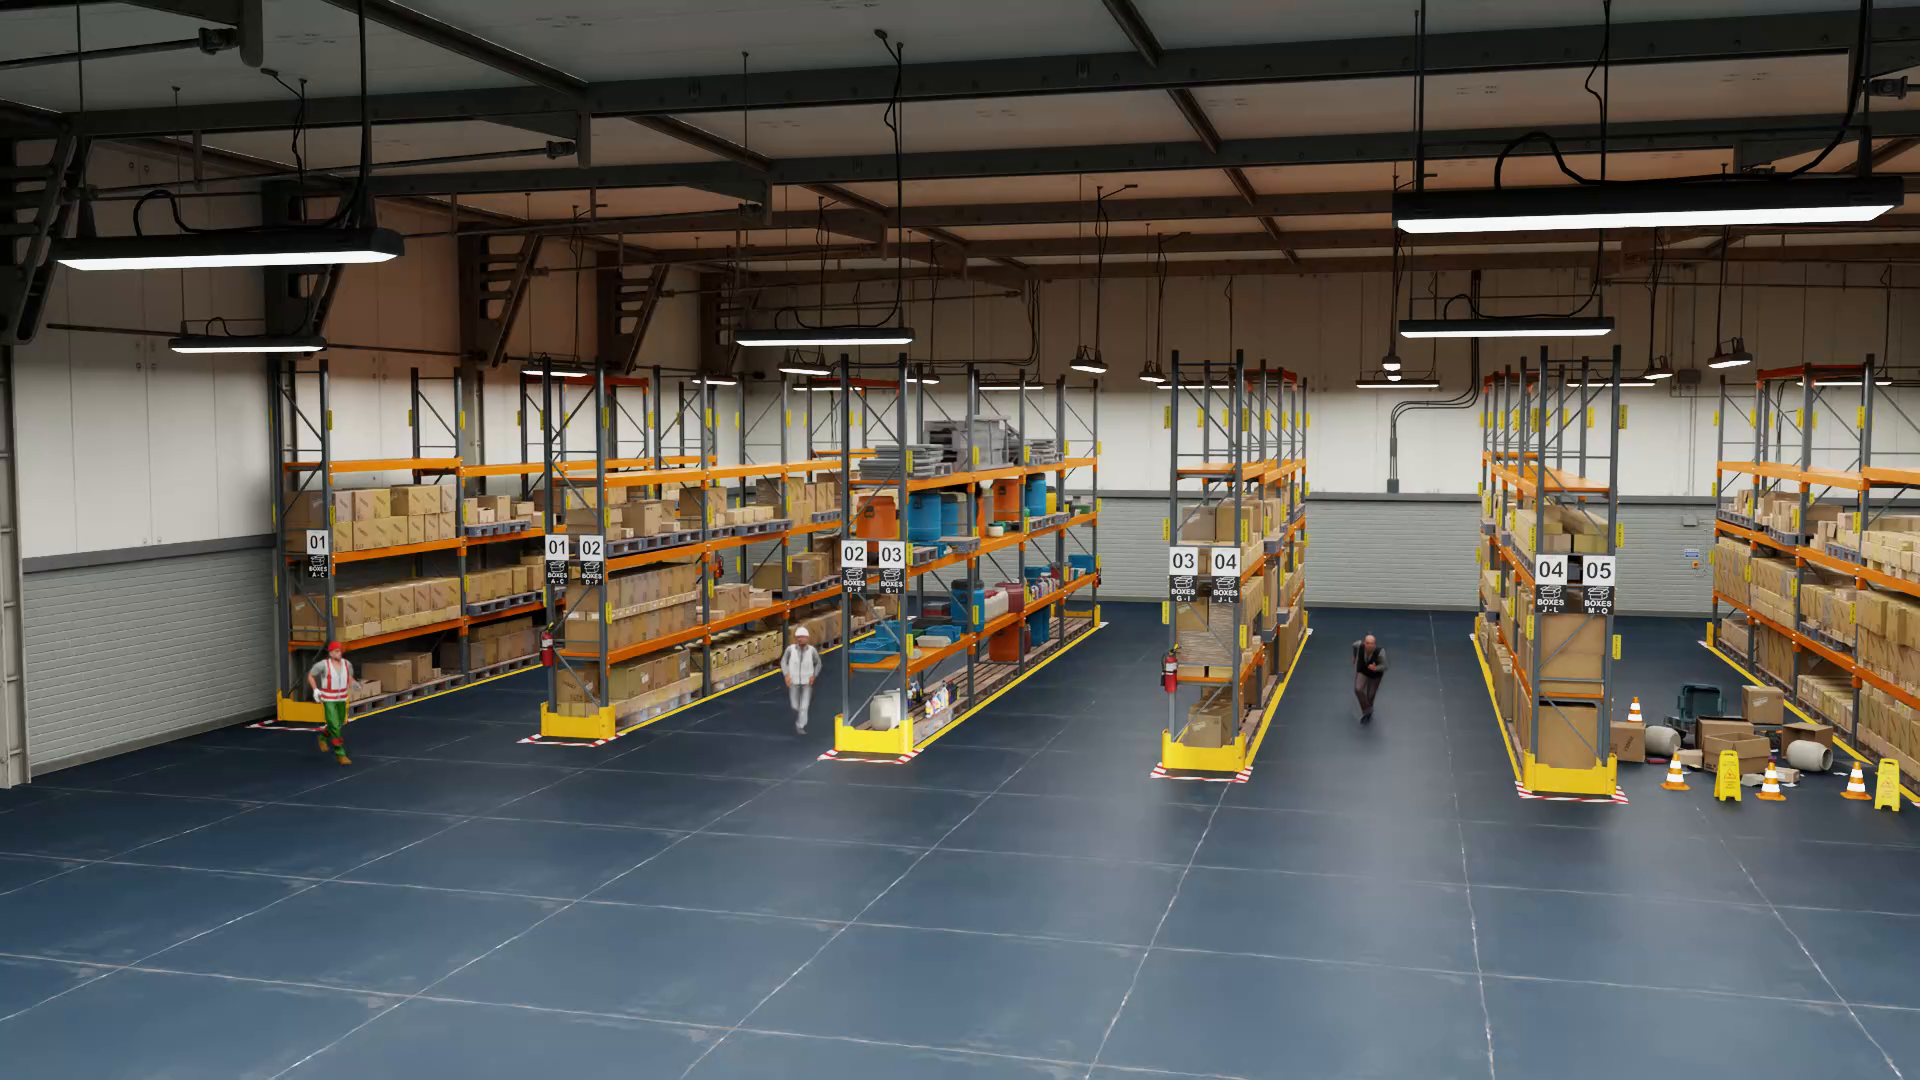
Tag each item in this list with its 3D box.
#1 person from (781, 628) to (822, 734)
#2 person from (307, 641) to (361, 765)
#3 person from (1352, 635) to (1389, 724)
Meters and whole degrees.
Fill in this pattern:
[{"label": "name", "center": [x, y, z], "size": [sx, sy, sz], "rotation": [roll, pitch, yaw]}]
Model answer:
[{"label": "person", "center": [-2.533, 2.239, 26.623], "size": [0.657, 1.714, 0.572], "rotation": [0, 4, 1]}, {"label": "person", "center": [-9.208, 2.357, 24.392], "size": [0.998, 1.777, 0.622], "rotation": [3, 5, 39]}, {"label": "person", "center": [6.822, 2.280, 27.644], "size": [0.639, 1.507, 1.152], "rotation": [2, 4, 20]}]
